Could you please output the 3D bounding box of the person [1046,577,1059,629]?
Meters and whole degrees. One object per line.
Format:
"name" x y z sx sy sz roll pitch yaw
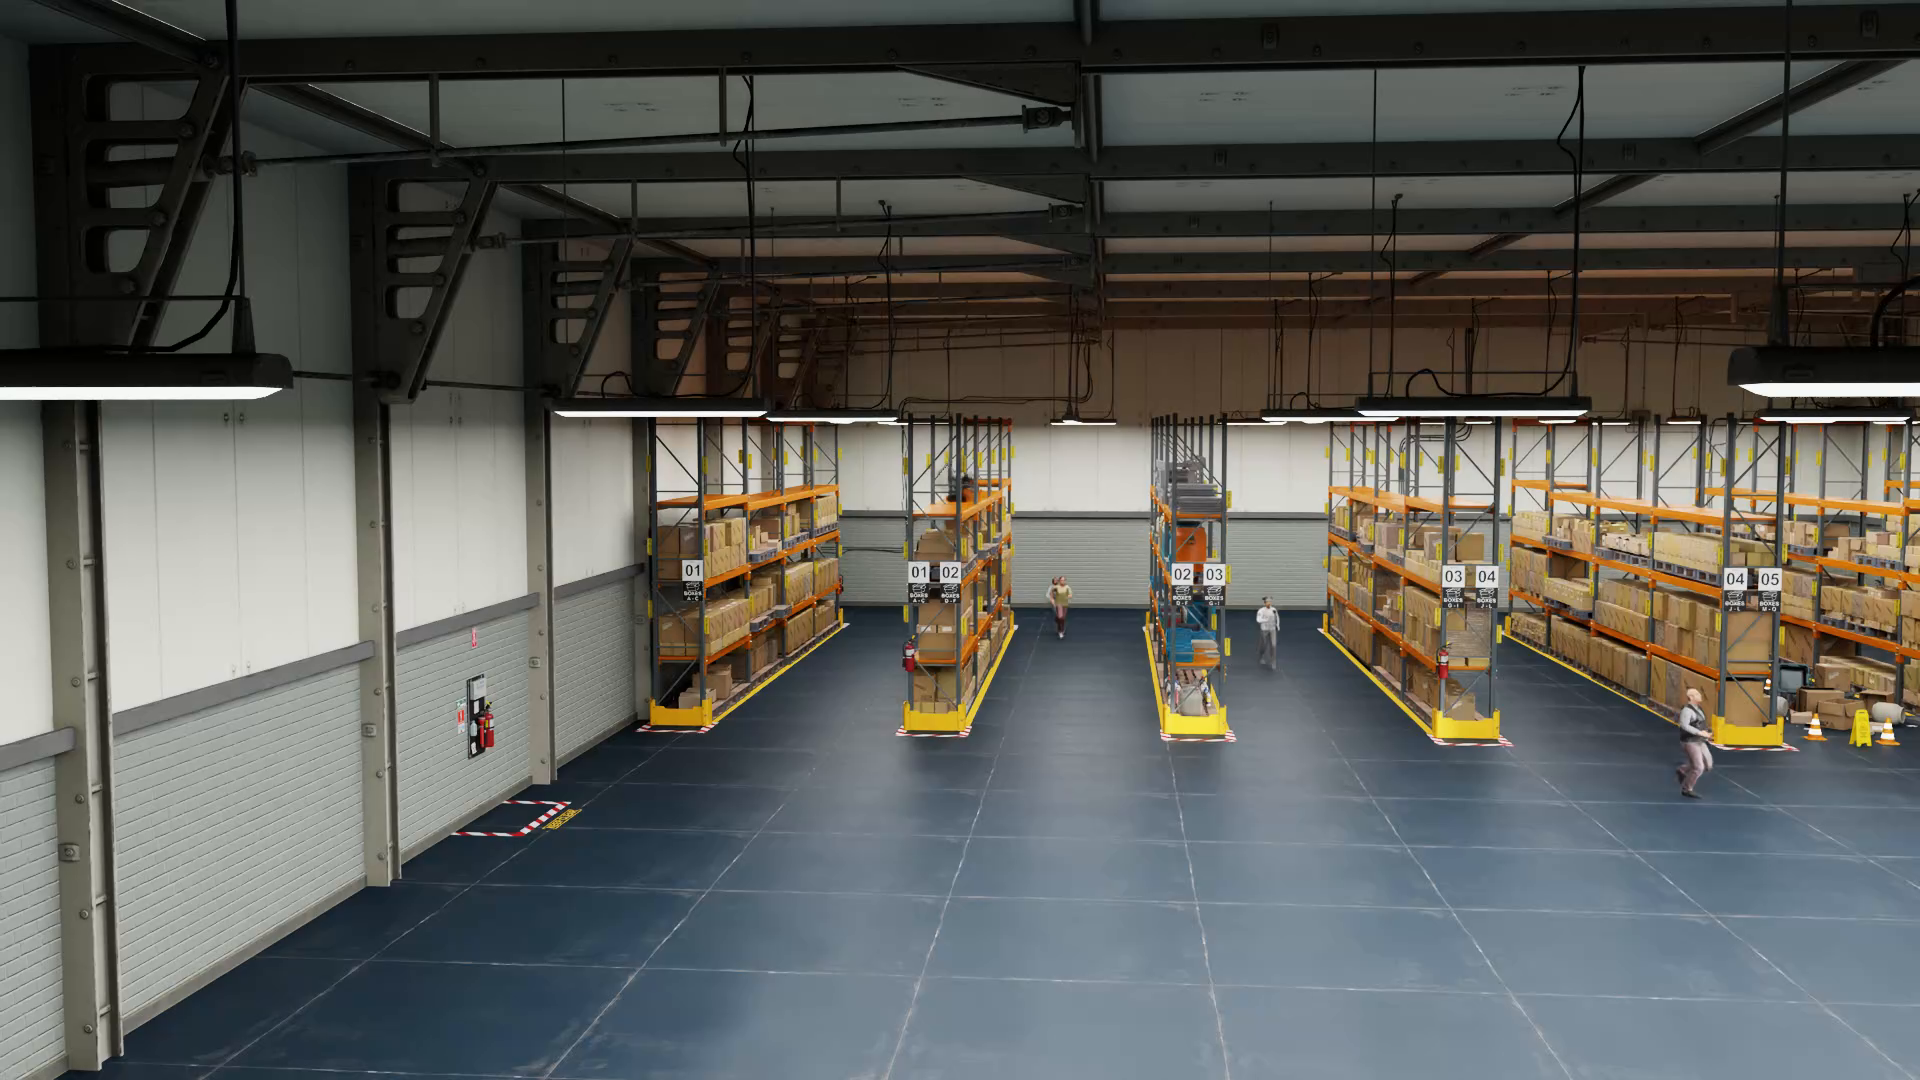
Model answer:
"person" 2.711 1.817 46.667 0.555 1.542 0.572 -1 4 -13

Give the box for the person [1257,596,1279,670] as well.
"person" 7.362 2.194 39.747 0.584 1.741 0.806 0 4 -2

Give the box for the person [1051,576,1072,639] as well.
"person" 2.787 1.830 45.514 0.536 1.715 0.802 -1 4 -10

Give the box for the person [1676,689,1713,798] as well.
"person" 11.399 3.146 25.815 0.591 1.687 0.698 3 5 42
